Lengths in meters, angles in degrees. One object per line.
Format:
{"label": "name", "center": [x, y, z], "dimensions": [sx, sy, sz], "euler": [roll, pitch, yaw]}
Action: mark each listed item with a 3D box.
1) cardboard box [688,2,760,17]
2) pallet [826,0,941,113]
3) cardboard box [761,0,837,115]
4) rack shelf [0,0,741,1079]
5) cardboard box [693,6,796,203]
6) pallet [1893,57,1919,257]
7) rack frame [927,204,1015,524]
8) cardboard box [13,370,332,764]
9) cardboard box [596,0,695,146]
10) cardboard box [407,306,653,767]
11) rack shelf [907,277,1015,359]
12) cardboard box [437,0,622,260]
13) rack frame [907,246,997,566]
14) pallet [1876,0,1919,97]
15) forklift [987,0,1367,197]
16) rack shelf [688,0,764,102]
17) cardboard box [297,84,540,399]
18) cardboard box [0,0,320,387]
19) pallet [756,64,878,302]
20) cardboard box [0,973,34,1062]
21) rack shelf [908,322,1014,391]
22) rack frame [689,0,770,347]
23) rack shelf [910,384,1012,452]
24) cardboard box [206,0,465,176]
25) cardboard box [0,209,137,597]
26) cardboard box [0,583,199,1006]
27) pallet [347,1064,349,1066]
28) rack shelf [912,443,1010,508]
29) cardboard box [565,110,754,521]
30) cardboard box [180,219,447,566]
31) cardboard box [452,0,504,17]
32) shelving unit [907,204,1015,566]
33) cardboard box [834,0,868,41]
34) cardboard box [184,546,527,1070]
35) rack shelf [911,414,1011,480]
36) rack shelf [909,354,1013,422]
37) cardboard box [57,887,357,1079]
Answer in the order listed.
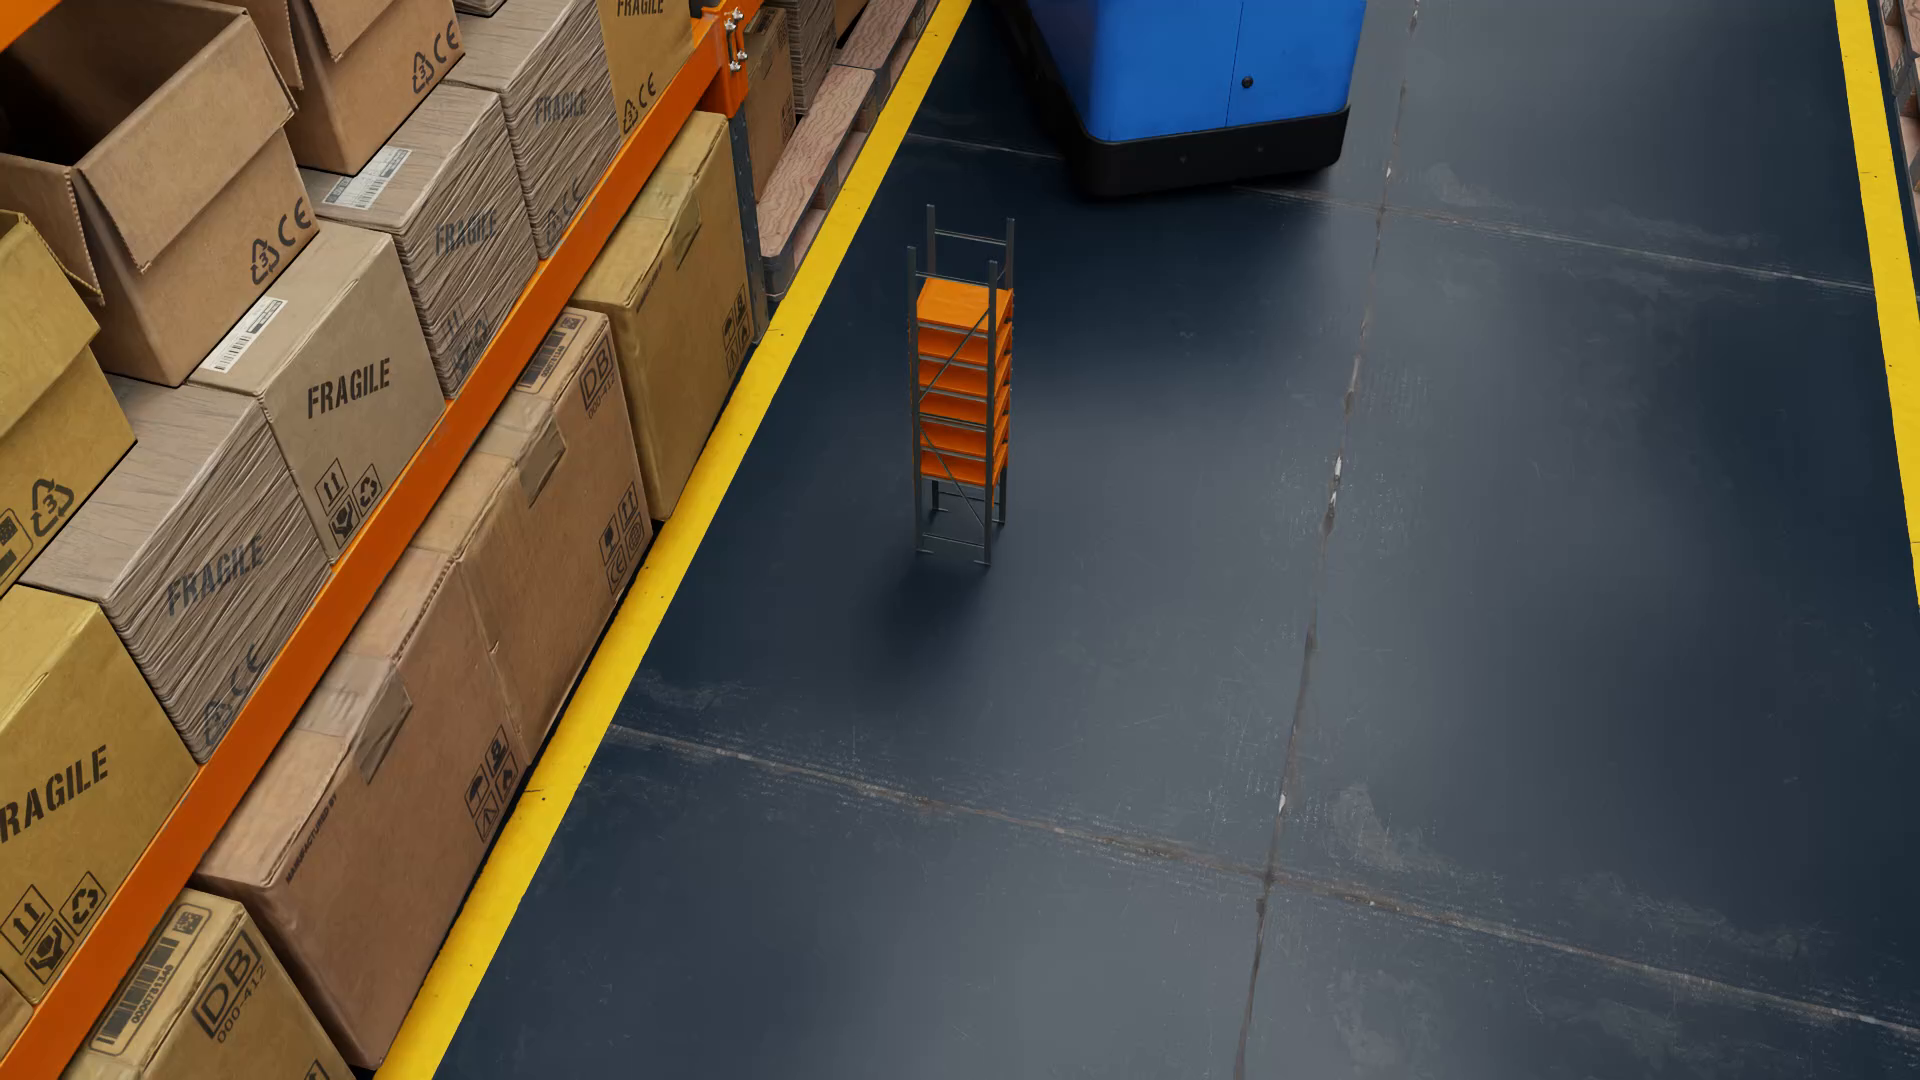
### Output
{"label": "cardboard box", "center": [-1.029, -1.872, 5.775], "dimensions": [0.500, 0.250, 0.500], "euler": [13, 50, 12]}
{"label": "pallet", "center": [-0.646, -2.337, 7.172], "dimensions": [1.003, 0.211, 1.213], "euler": [12, 50, 10]}
{"label": "cardboard box", "center": [-0.885, -2.026, 6.411], "dimensions": [0.700, 0.500, 0.500], "euler": [8, 49, 7]}
{"label": "rack shelf", "center": [-1.702, -0.130, 3.844], "dimensions": [1.077, 0.370, 4.000], "euler": [12, 50, 10]}
{"label": "cardboard box", "center": [-1.019, -1.622, 6.055], "dimensions": [0.700, 0.500, 0.500], "euler": [9, 49, 8]}
{"label": "pallet", "center": [4.167, -1.347, 6.298], "dimensions": [1.003, 0.211, 1.213], "euler": [12, 50, 10]}
{"label": "rack frame", "center": [0.028, -0.474, 4.868], "dimensions": [0.240, 1.200, 0.006], "euler": [12, 50, 10]}
{"label": "cardboard box", "center": [-1.603, 0.036, 3.151], "dimensions": [0.500, 0.500, 0.500], "euler": [11, 49, 9]}
{"label": "cardboard box", "center": [-1.067, -1.442, 4.455], "dimensions": [0.500, 0.500, 0.500], "euler": [13, 50, 11]}
{"label": "cardboard box", "center": [-1.620, -0.112, 4.486], "dimensions": [1.225, 0.875, 0.875], "euler": [12, 50, 10]}
{"label": "rack shelf", "center": [0.004, -0.616, 4.573], "dimensions": [0.258, 0.103, 0.180], "euler": [12, 50, 10]}
{"label": "cardboard box", "center": [-1.204, -1.083, 4.138], "dimensions": [0.500, 0.500, 0.500], "euler": [11, 50, 10]}
{"label": "rack frame", "center": [-0.020, -0.341, 4.751], "dimensions": [0.240, 1.200, 0.006], "euler": [12, 50, 10]}
{"label": "pallet", "center": [4.486, -2.232, 7.079], "dimensions": [1.003, 0.211, 1.213], "euler": [12, 50, 10]}
{"label": "forklift", "center": [0.662, -3.399, 6.295], "dimensions": [1.130, 2.935, 3.031], "euler": [-9, 49, -8]}
{"label": "rack shelf", "center": [-0.650, -3.023, 6.398], "dimensions": [1.077, 0.370, 4.000], "euler": [12, 50, 10]}
{"label": "cardboard box", "center": [-1.337, -0.706, 3.806], "dimensions": [0.500, 0.500, 0.500], "euler": [10, 49, 9]}
{"label": "cardboard box", "center": [-1.728, -0.697, 3.129], "dimensions": [0.797, 0.503, 0.637], "euler": [13, 50, 11]}
{"label": "pallet", "center": [-0.969, -1.457, 6.395], "dimensions": [1.003, 0.211, 1.213], "euler": [12, 50, 10]}
{"label": "cardboard box", "center": [-1.867, 0.762, 2.510], "dimensions": [0.500, 0.500, 0.500], "euler": [12, 50, 10]}
{"label": "rack shelf", "center": [0.004, -0.537, 4.663], "dimensions": [0.258, 0.103, 0.180], "euler": [12, 50, 10]}
{"label": "rack frame", "center": [-1.176, -1.815, 4.851], "dimensions": [1.000, 3.000, 0.127], "euler": [12, 50, 10]}
{"label": "rack shelf", "center": [0.004, -0.378, 4.843], "dimensions": [0.258, 0.103, 0.180], "euler": [12, 50, 10]}
{"label": "cardboard box", "center": [-1.558, -1.183, 3.558], "dimensions": [0.797, 0.503, 0.637], "euler": [13, 50, 11]}
{"label": "cardboard box", "center": [-1.877, -0.244, 2.729], "dimensions": [0.797, 0.503, 0.637], "euler": [12, 50, 10]}
{"label": "cardboard box", "center": [-1.735, 0.398, 2.831], "dimensions": [0.500, 0.500, 0.500], "euler": [12, 50, 10]}
{"label": "pallet", "center": [-2.098, 1.428, 3.849], "dimensions": [1.003, 0.211, 1.213], "euler": [12, 50, 10]}
{"label": "rack shelf", "center": [0.004, -0.219, 5.023], "dimensions": [0.258, 0.103, 0.180], "euler": [12, 50, 10]}
{"label": "cardboard box", "center": [-1.378, -0.756, 5.053], "dimensions": [1.225, 0.875, 0.875], "euler": [9, 49, 8]}
{"label": "cardboard box", "center": [-1.472, -0.339, 3.481], "dimensions": [0.500, 0.500, 0.500], "euler": [12, 50, 11]}
{"label": "cardboard box", "center": [-1.384, -1.654, 3.974], "dimensions": [0.797, 0.503, 0.637], "euler": [13, 50, 11]}
{"label": "shelving unit", "center": [0.004, -0.407, 4.809], "dimensions": [0.258, 1.200, 0.189], "euler": [12, 50, 10]}
{"label": "cardboard box", "center": [-0.743, -2.437, 6.774], "dimensions": [0.700, 0.500, 0.500], "euler": [15, 50, 13]}
{"label": "cardboard box", "center": [-1.845, 0.529, 3.919], "dimensions": [1.225, 0.875, 0.875], "euler": [10, 49, 9]}
{"label": "rack shelf", "center": [0.004, -0.299, 4.933], "dimensions": [0.258, 0.103, 0.180], "euler": [12, 50, 10]}
{"label": "rack shelf", "center": [0.004, -0.458, 4.753], "dimensions": [0.258, 0.103, 0.180], "euler": [12, 50, 10]}
{"label": "cardboard box", "center": [-2.080, 1.176, 3.349], "dimensions": [1.225, 0.875, 0.875], "euler": [12, 50, 10]}
